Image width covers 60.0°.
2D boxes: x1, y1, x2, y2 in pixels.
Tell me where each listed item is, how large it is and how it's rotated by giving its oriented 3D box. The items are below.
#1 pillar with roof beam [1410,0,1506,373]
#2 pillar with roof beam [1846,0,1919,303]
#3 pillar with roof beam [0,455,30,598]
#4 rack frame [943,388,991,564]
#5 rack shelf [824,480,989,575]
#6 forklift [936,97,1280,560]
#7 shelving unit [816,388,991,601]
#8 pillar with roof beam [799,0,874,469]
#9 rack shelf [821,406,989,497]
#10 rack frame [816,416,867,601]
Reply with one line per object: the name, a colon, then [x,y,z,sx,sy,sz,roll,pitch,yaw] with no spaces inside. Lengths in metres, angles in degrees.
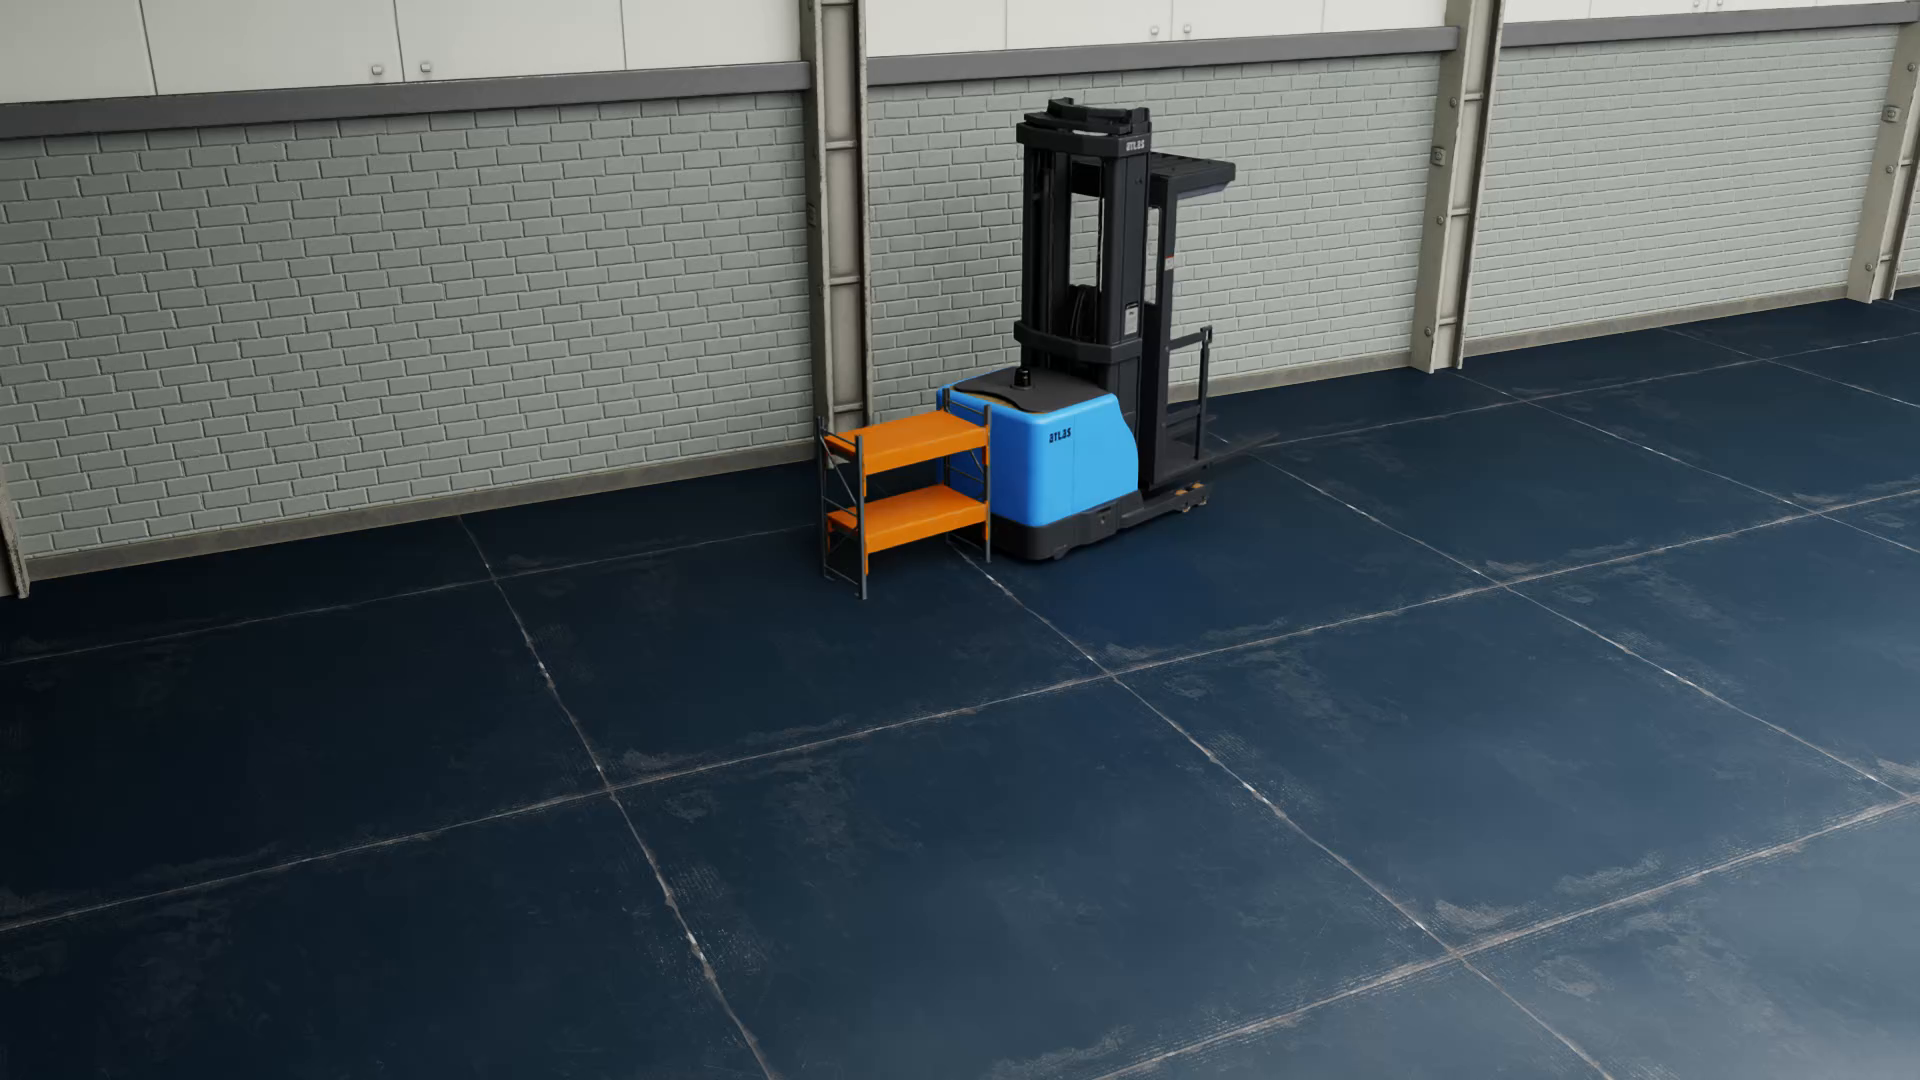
pillar with roof beam: [6.353,-4.313,10.403,0.400,9.000,9.100,-10,25,-24]
pillar with roof beam: [11.759,-5.308,12.807,0.400,9.000,9.100,-10,25,-24]
pillar with roof beam: [-4.460,-2.322,5.594,0.400,9.000,9.100,-10,25,-24]
rack frame: [0.044,-0.438,11.338,0.032,1.125,0.500,-16,27,-34]
rack shelf: [-0.362,-0.096,11.150,1.000,0.278,0.538,-16,27,-34]
forklift: [1.226,-1.682,11.982,3.031,2.935,1.130,-21,30,-40]
shelving unit: [-0.362,-0.322,11.056,1.048,1.125,0.538,-16,27,-34]
pillar with roof beam: [0.946,-3.317,7.998,0.400,9.000,9.100,-10,25,-24]
rack shelf: [-0.362,-0.592,10.944,1.000,0.278,0.538,-16,27,-34]
rack frame: [-0.769,-0.205,10.775,0.032,1.125,0.500,-16,27,-34]
